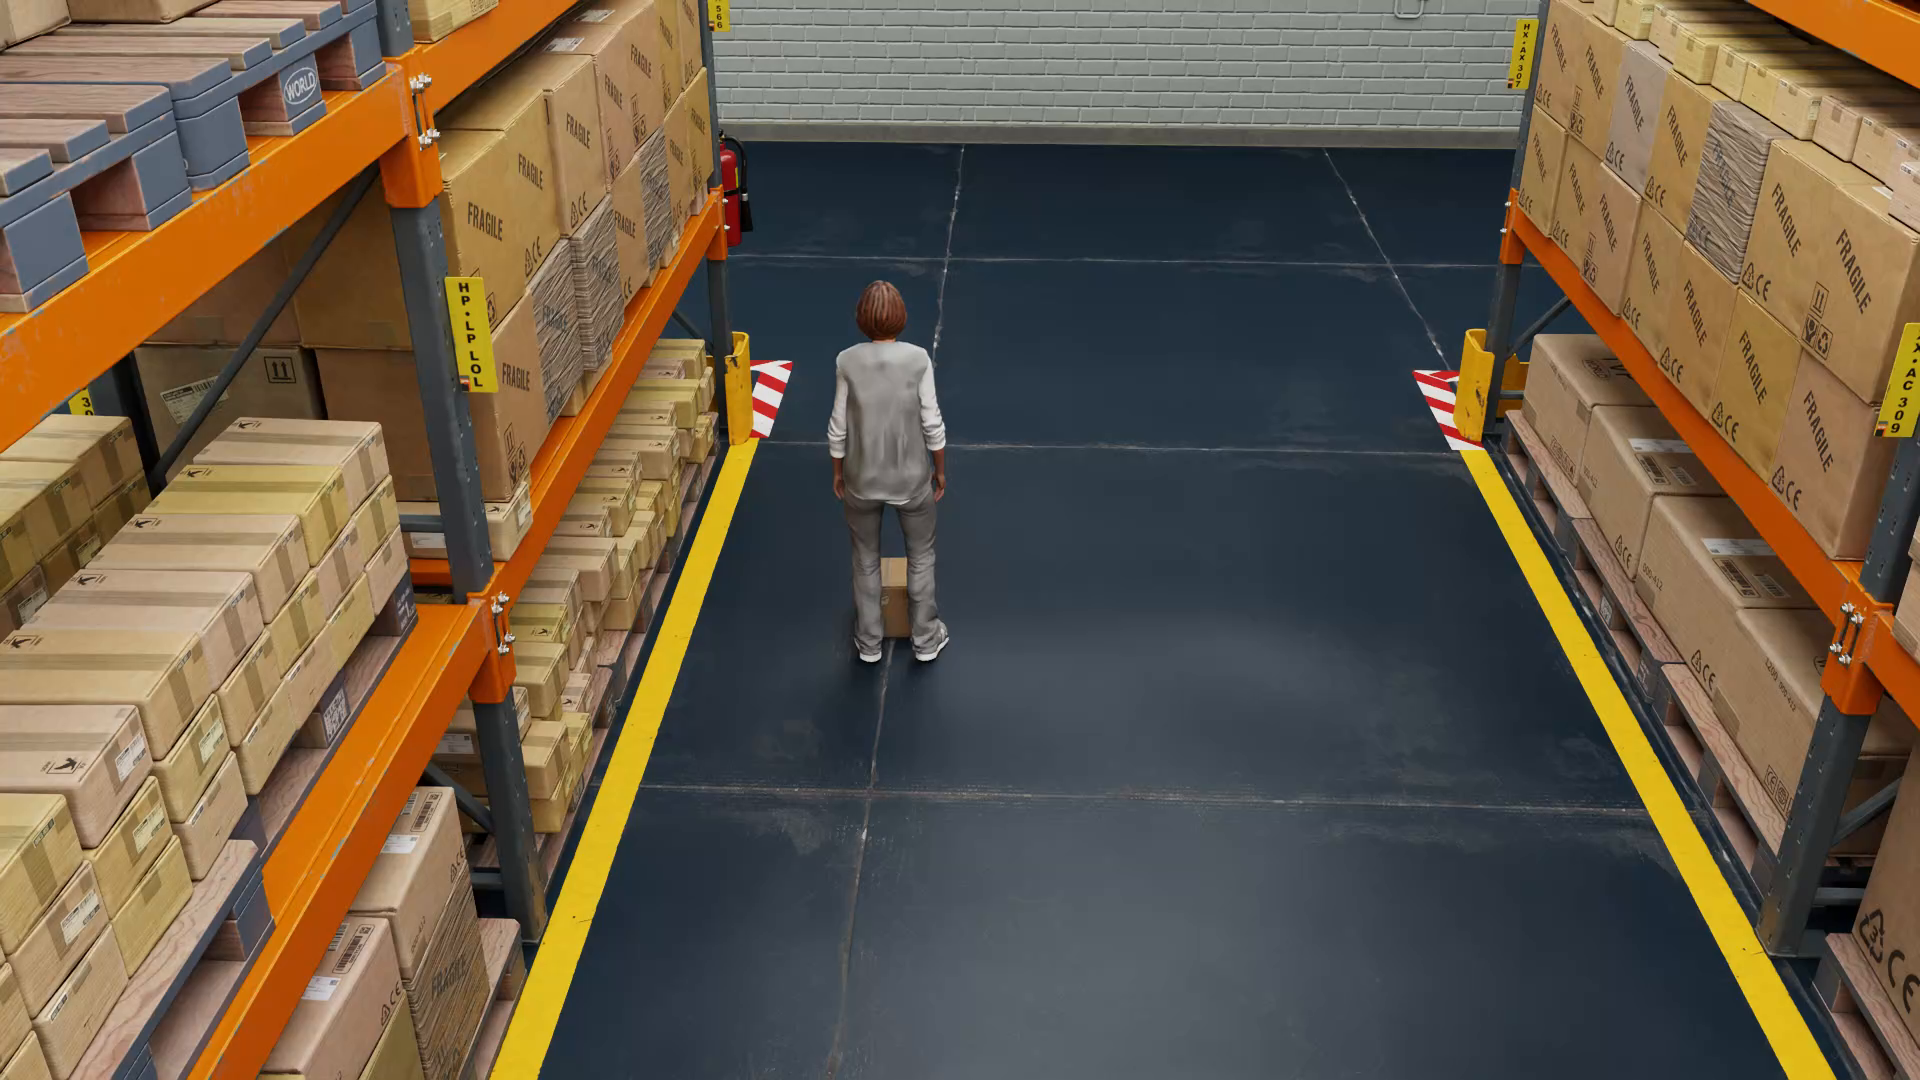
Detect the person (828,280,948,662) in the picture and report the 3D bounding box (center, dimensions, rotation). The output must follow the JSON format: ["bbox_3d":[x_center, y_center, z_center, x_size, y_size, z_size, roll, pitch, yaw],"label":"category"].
[{"bbox_3d":[-0.282,-0.235,6.568,0.463,1.594,0.343,1,28,1],"label":"person"}]
